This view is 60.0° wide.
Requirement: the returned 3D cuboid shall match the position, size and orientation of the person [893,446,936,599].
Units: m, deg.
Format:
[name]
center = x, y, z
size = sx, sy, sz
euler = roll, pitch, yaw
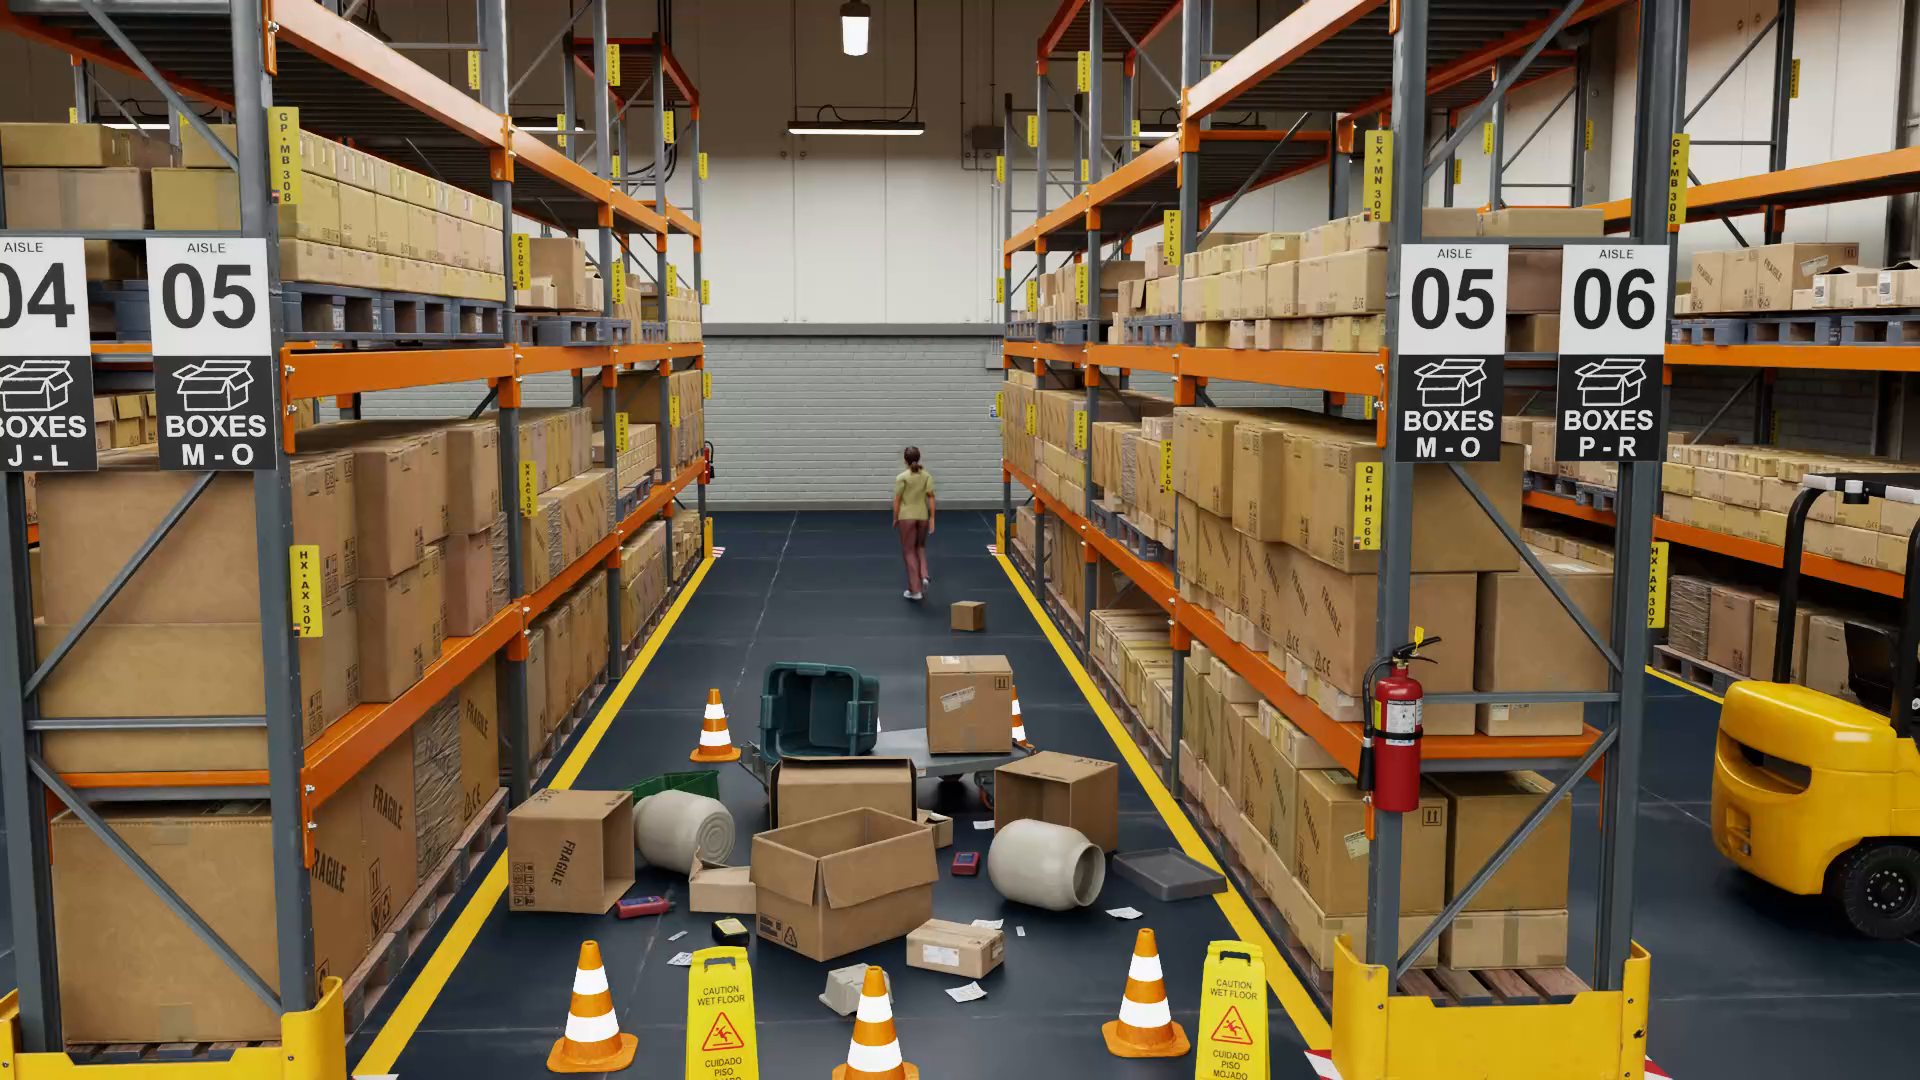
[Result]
[person]
center = -0.526, -0.184, 18.174
size = 0.456, 1.693, 0.447
euler = -4, 8, -27
